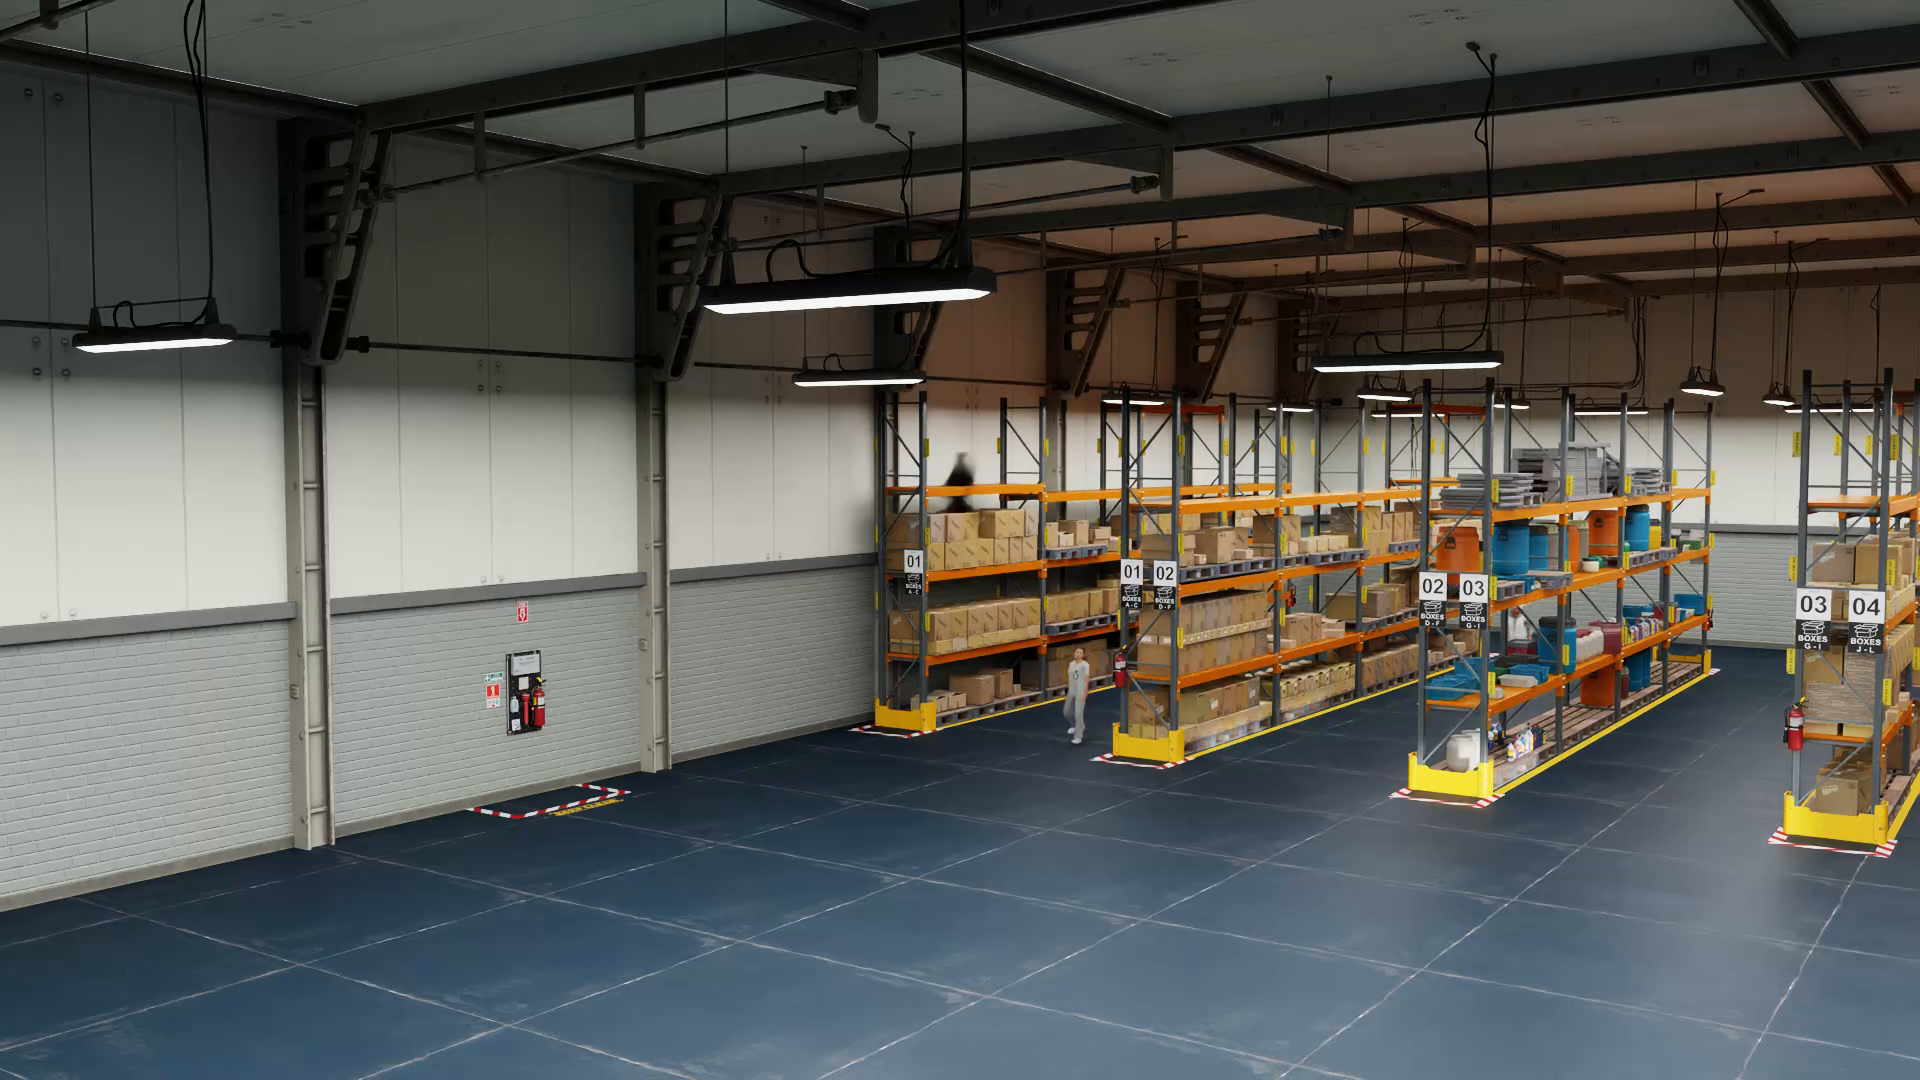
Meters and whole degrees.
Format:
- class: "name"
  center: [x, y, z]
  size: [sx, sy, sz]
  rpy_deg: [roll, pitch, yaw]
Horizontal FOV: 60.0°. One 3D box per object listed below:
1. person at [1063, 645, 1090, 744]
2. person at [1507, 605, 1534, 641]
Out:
- class: "person"
  center: [2.004, 2.609, 28.237]
  size: [0.619, 1.638, 0.568]
  rpy_deg: [3, 4, 41]
- class: "person"
  center: [11.700, 2.180, 35.001]
  size: [0.631, 1.825, 0.832]
  rpy_deg: [2, 4, 35]
